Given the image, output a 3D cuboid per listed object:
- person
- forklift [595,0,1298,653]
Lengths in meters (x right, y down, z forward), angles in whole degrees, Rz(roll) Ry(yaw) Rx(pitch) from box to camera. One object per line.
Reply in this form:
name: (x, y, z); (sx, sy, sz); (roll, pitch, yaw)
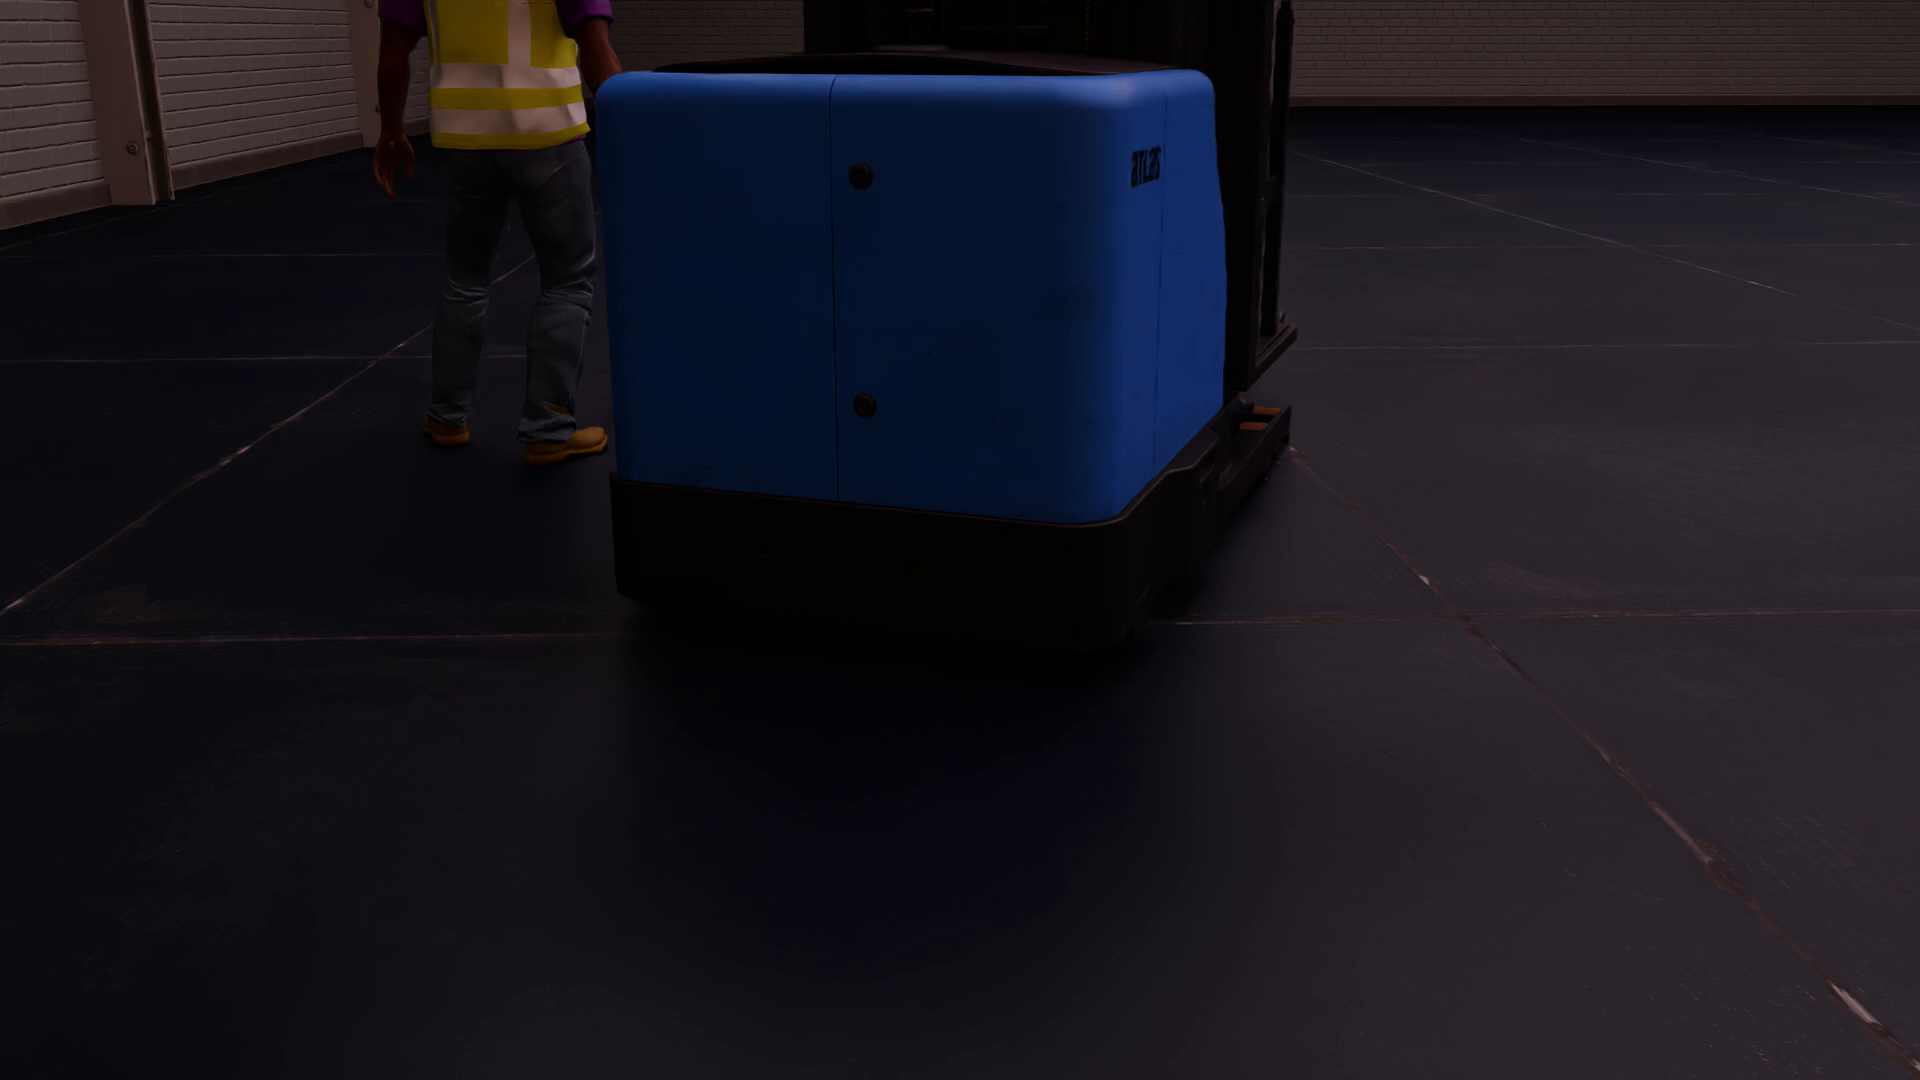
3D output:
person: (-1.215, -1.095, 4.538); (0.864, 1.733, 0.442); (5, 18, 17)
forklift: (0.281, -1.587, 4.096); (1.130, 2.935, 3.031); (6, 18, 19)
